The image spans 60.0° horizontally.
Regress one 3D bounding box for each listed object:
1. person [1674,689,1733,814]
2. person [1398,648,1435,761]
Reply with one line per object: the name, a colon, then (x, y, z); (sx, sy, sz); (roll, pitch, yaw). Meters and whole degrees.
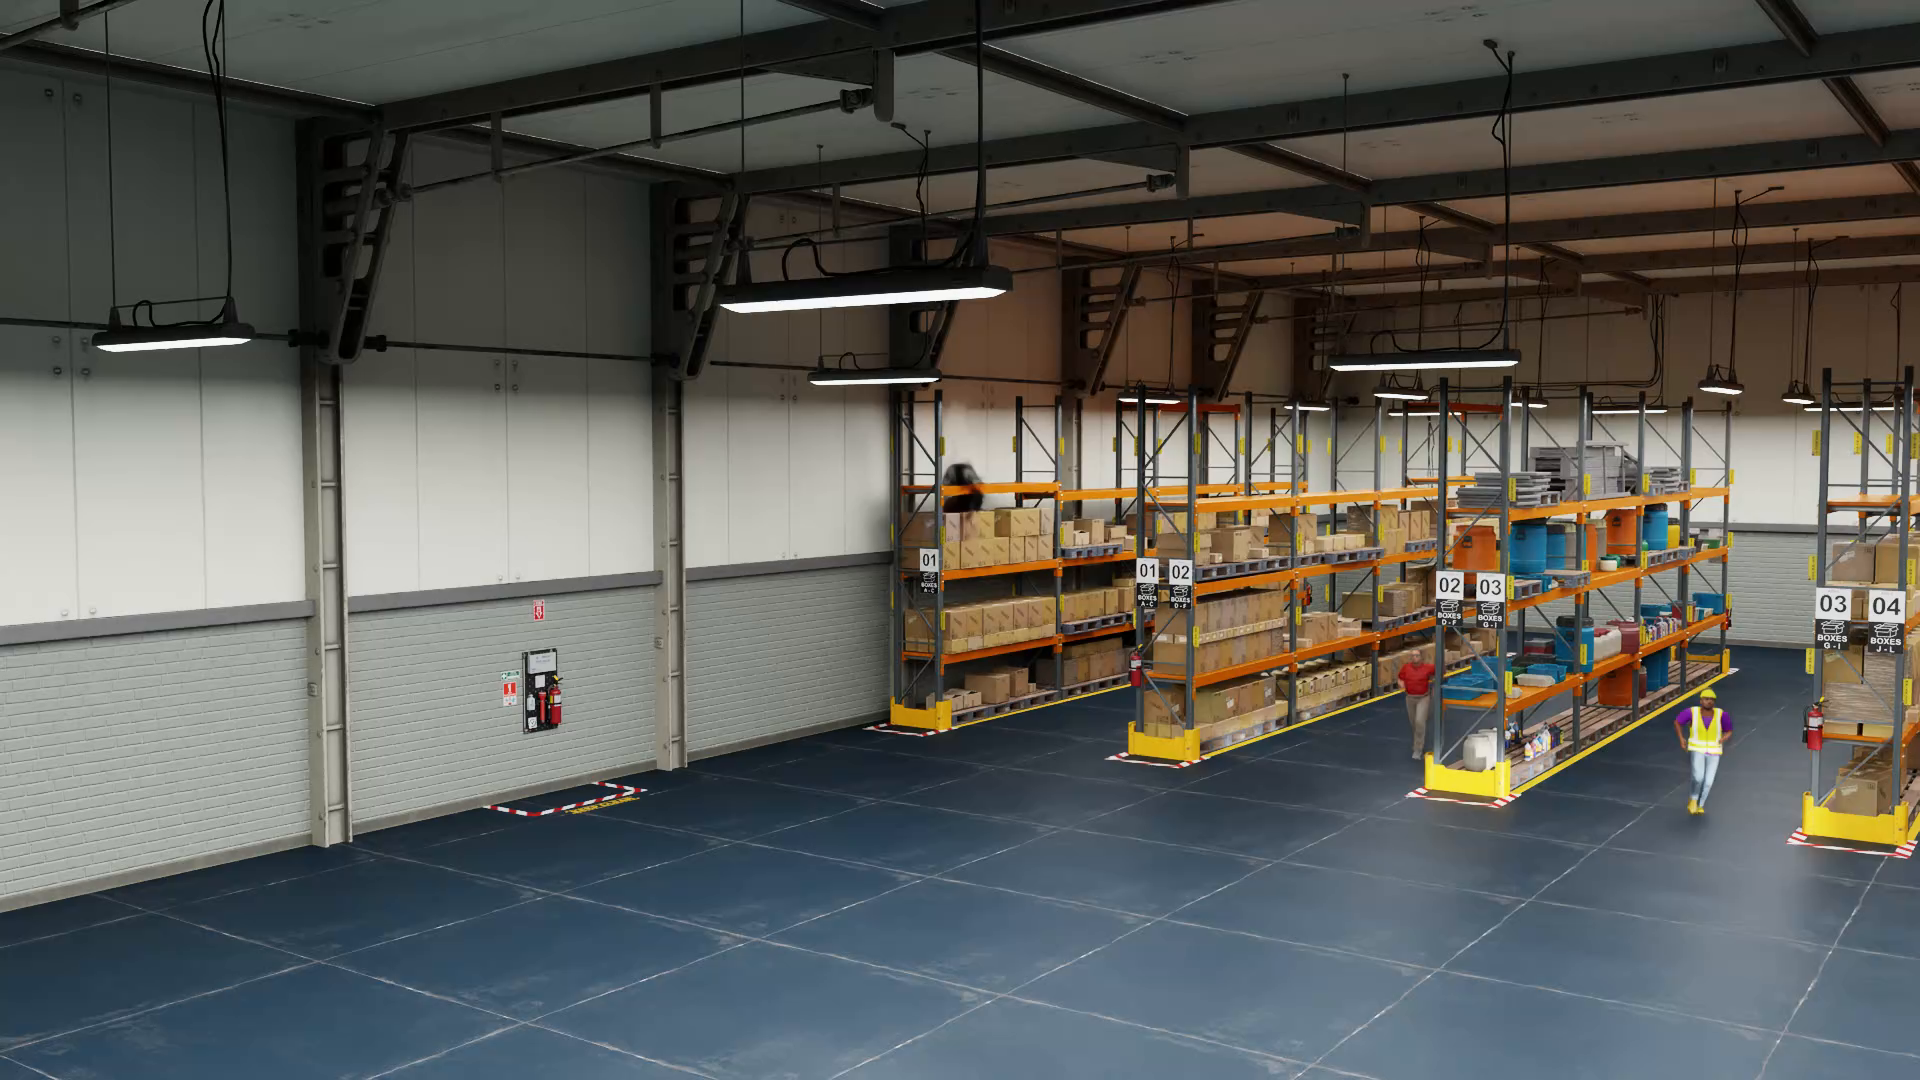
person: (10.043, 2.859, 22.425); (0.689, 1.717, 0.682); (1, 3, 12)
person: (7.400, 2.625, 26.896); (0.608, 1.767, 0.909); (2, 4, 38)
